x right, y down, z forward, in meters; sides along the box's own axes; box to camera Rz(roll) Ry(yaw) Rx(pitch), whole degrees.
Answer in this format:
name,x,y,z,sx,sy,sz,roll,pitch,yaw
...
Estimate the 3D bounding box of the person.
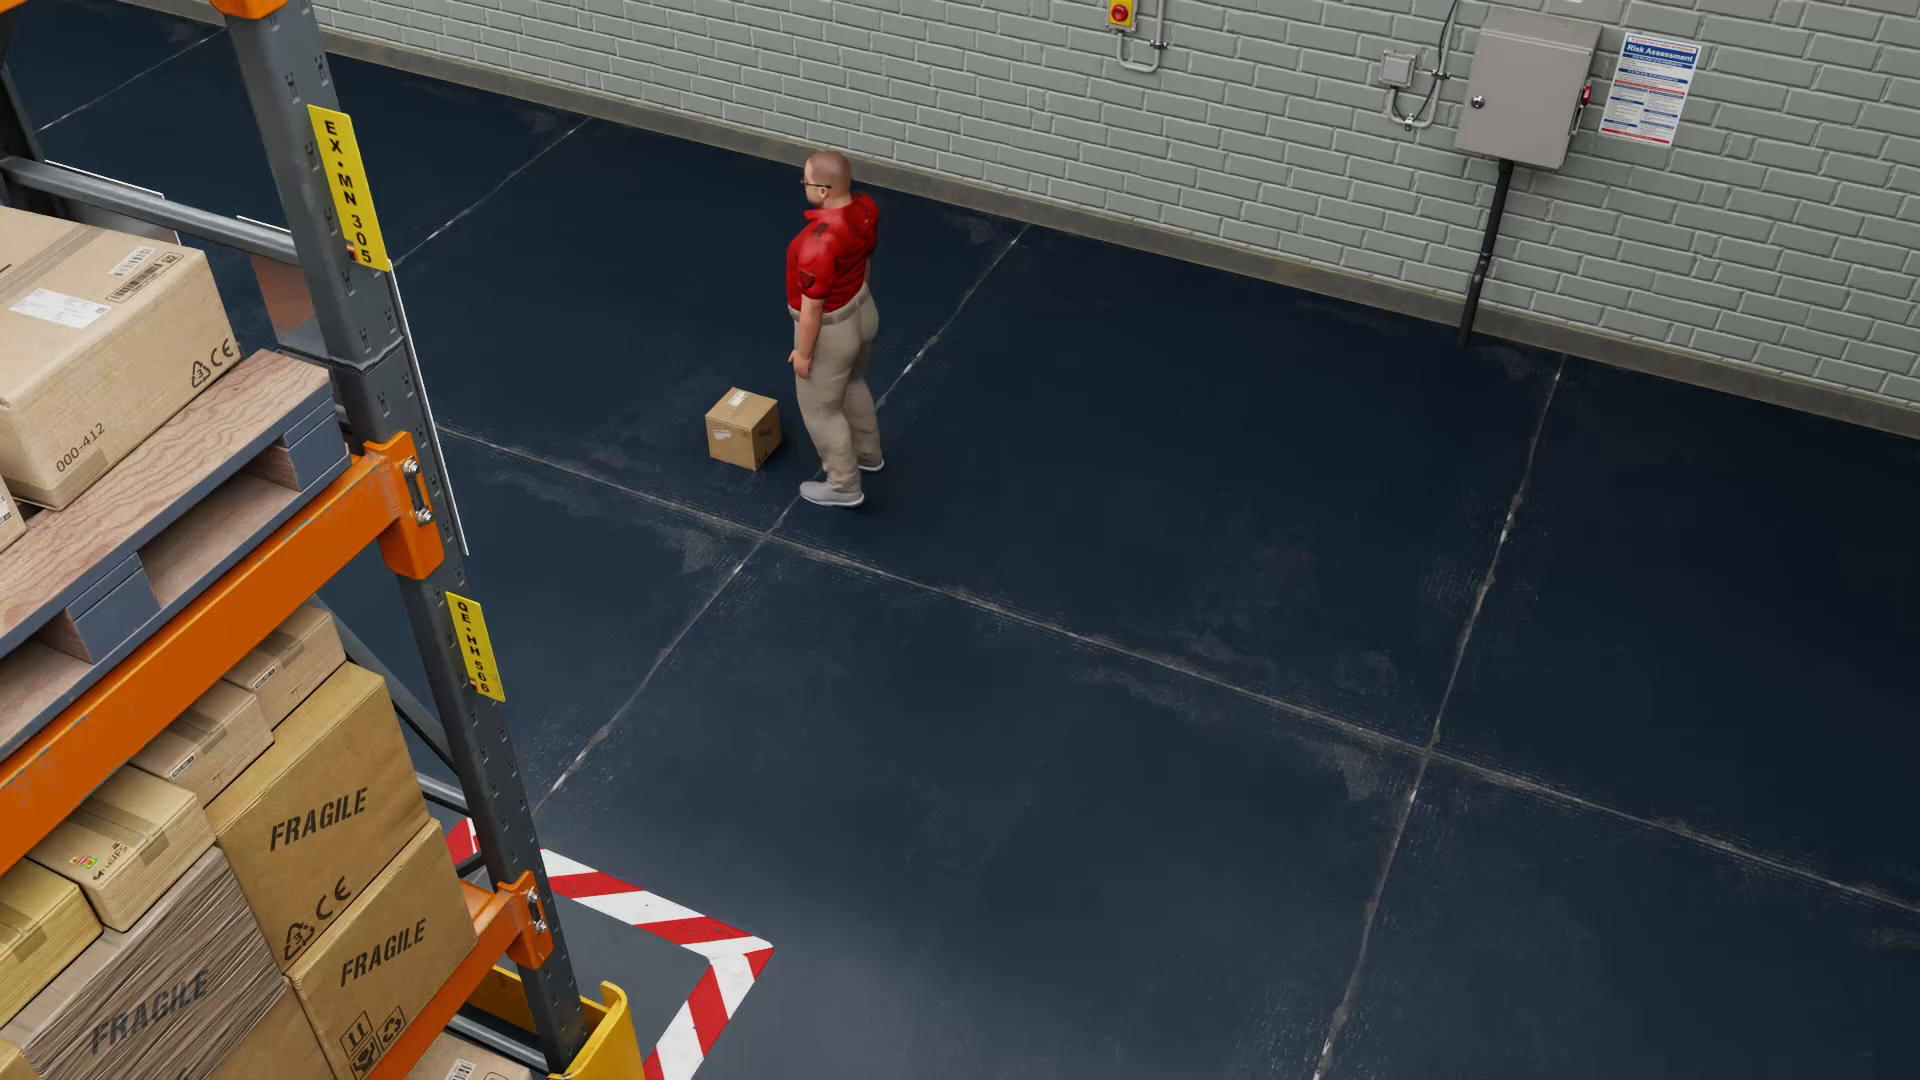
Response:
name,x,y,z,sx,sy,sz,roll,pitch,yaw
person,-0.567,-0.908,7.212,0.359,1.738,0.529,18,45,19
